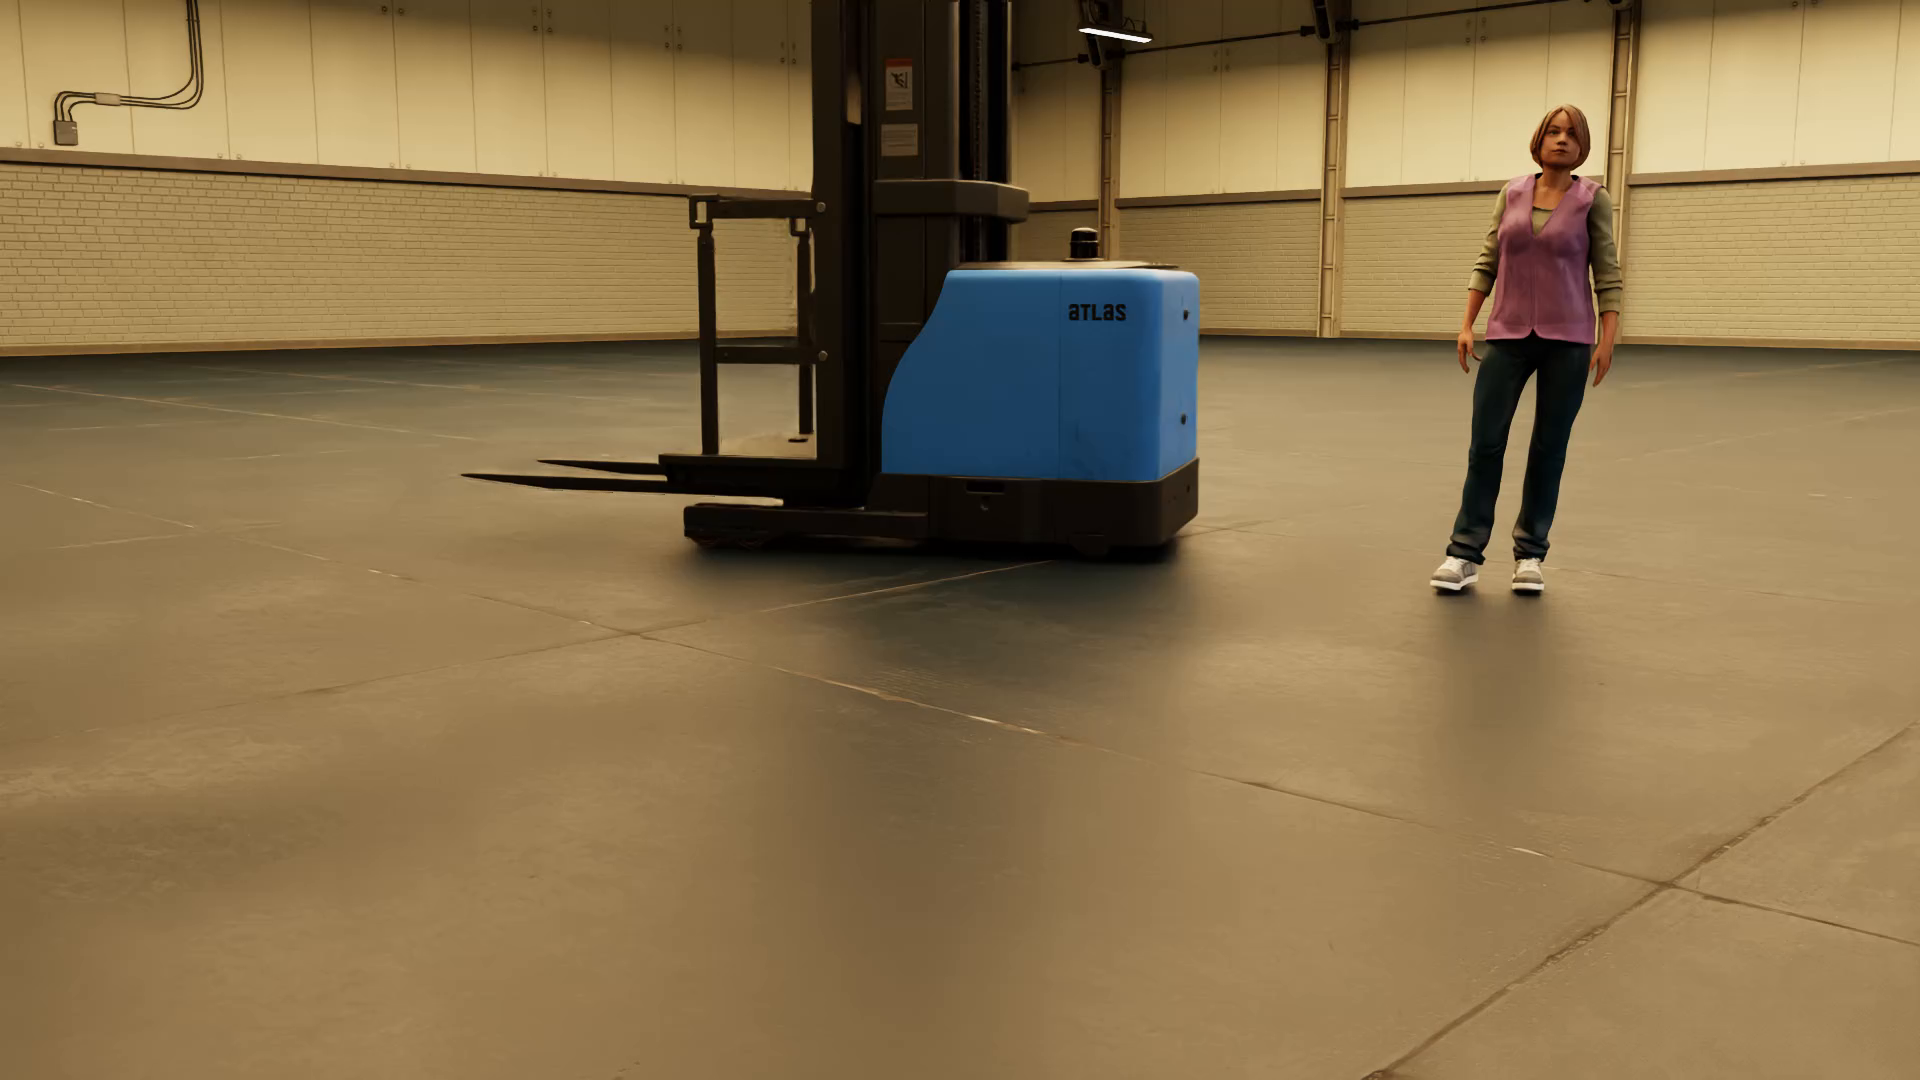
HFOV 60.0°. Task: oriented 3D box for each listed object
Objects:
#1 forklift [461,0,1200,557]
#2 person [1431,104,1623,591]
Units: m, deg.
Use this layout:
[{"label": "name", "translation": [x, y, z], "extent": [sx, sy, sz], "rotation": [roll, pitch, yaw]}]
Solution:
[{"label": "forklift", "translation": [-0.580, -1.489, 6.759], "extent": [3.031, 2.935, 1.130], "rotation": [3, 9, 17]}, {"label": "person", "translation": [1.885, -0.629, 5.484], "extent": [0.518, 1.597, 0.476], "rotation": [5, 10, 28]}]
